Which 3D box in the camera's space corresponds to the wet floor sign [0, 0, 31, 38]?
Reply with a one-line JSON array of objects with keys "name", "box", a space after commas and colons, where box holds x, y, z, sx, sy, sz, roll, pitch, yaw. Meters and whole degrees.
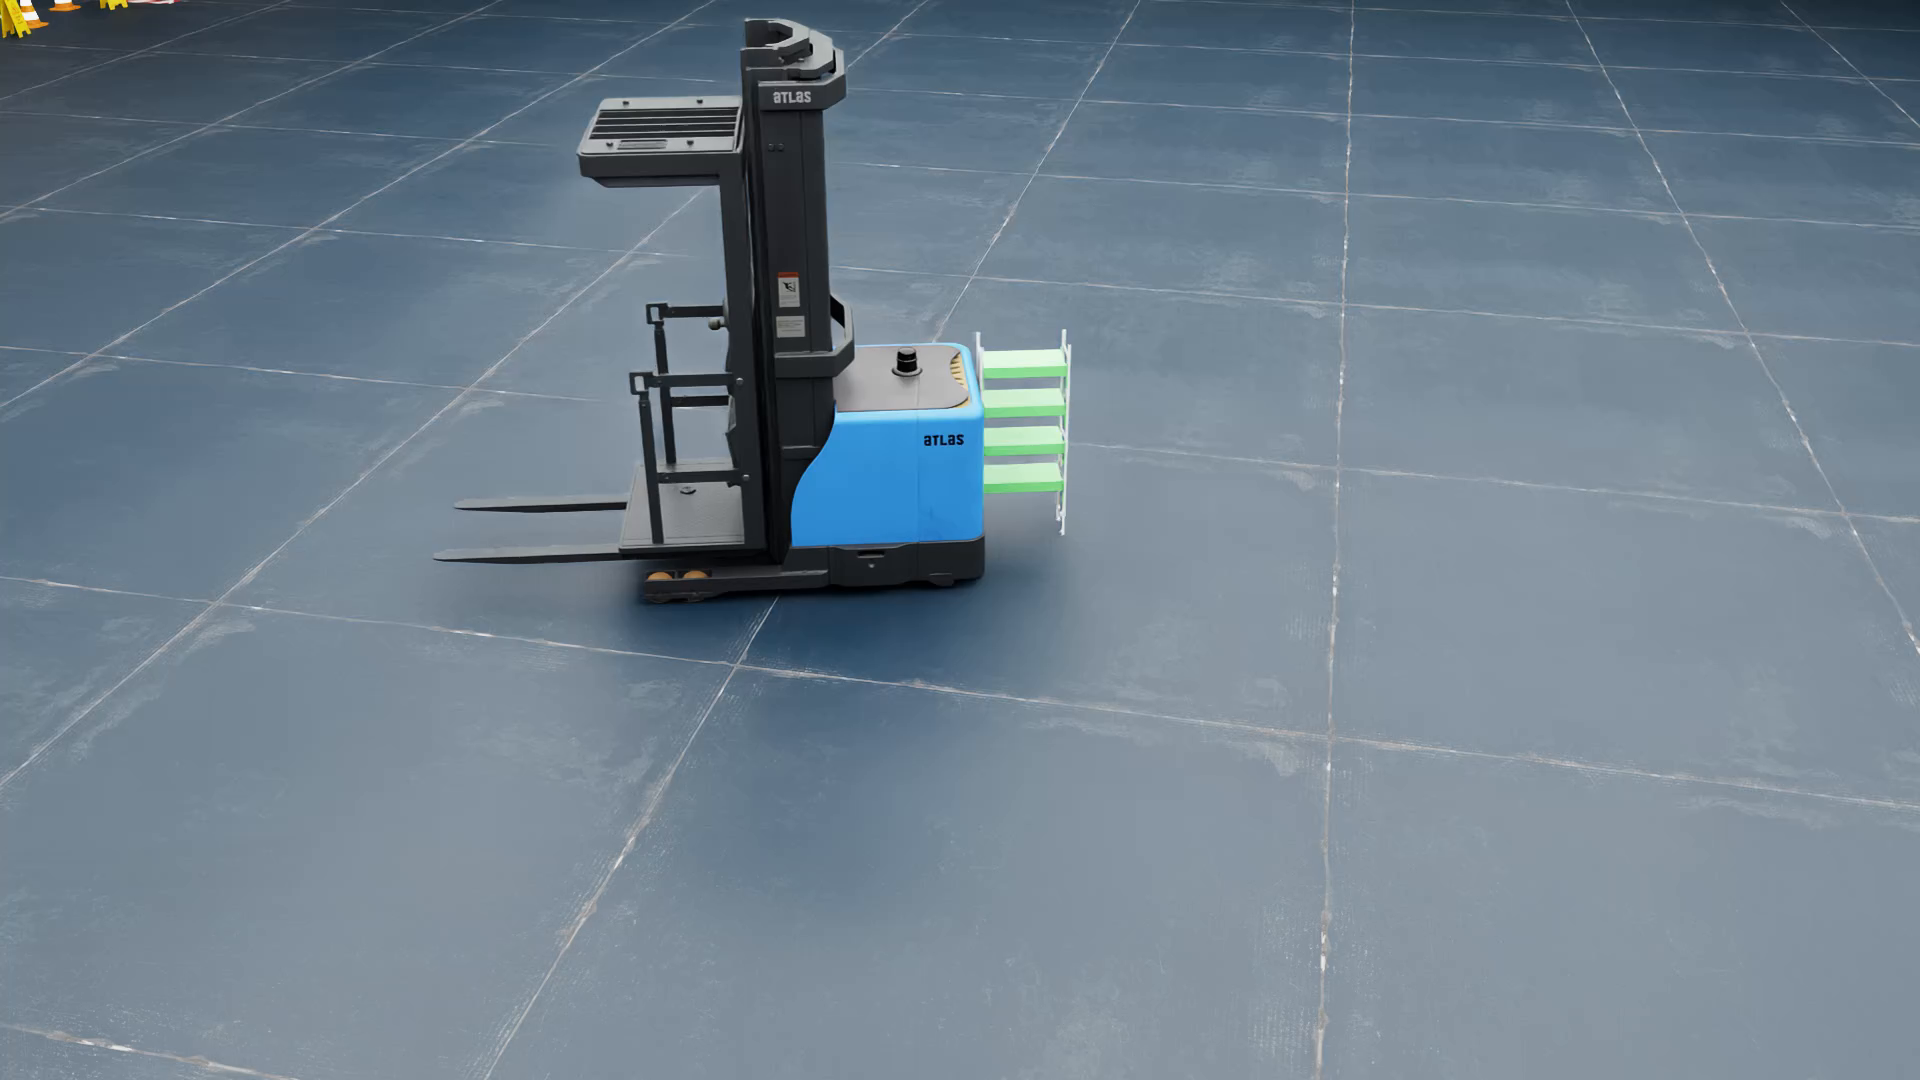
[{"name": "wet floor sign", "box": [-12.402, -6.919, 21.716, 0.232, 0.644, 0.267, 1, 29, 2]}]

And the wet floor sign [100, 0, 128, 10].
[{"name": "wet floor sign", "box": [-11.946, -7.805, 23.335, 0.232, 0.644, 0.267, 17, 33, 28]}]

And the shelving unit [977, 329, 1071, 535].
[{"name": "shelving unit", "box": [0.355, -0.601, 9.599, 0.503, 1.200, 0.258, -2, 29, -4]}]

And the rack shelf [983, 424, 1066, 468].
[{"name": "rack shelf", "box": [0.355, -0.545, 9.629, 0.480, 0.148, 0.258, -2, 29, -4]}]

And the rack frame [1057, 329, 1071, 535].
[{"name": "rack frame", "box": [0.599, -0.610, 9.615, 0.015, 1.200, 0.240, -2, 29, -4]}]

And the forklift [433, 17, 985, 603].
[{"name": "forklift", "box": [-1.404, -1.204, 8.898, 3.031, 2.935, 1.130, -2, 29, -4]}]

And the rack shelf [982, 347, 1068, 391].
[{"name": "rack shelf", "box": [0.355, -0.966, 9.399, 0.480, 0.148, 0.258, -2, 29, -4]}]

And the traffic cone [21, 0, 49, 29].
[{"name": "traffic cone", "box": [-12.498, -7.128, 22.289, 0.334, 0.463, 0.336, 6, 29, 11]}]

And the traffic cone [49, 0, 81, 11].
[{"name": "traffic cone", "box": [-12.599, -7.684, 23.303, 0.334, 0.463, 0.336, 6, 29, 11]}]

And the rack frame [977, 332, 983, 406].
[{"name": "rack frame", "box": [0.112, -0.592, 9.582, 0.015, 1.200, 0.240, -2, 29, -4]}]

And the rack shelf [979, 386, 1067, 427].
[{"name": "rack shelf", "box": [0.355, -0.756, 9.514, 0.480, 0.148, 0.258, -2, 29, -4]}]

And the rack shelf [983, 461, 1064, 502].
[{"name": "rack shelf", "box": [0.355, -0.335, 9.744, 0.480, 0.148, 0.258, -2, 29, -4]}]
